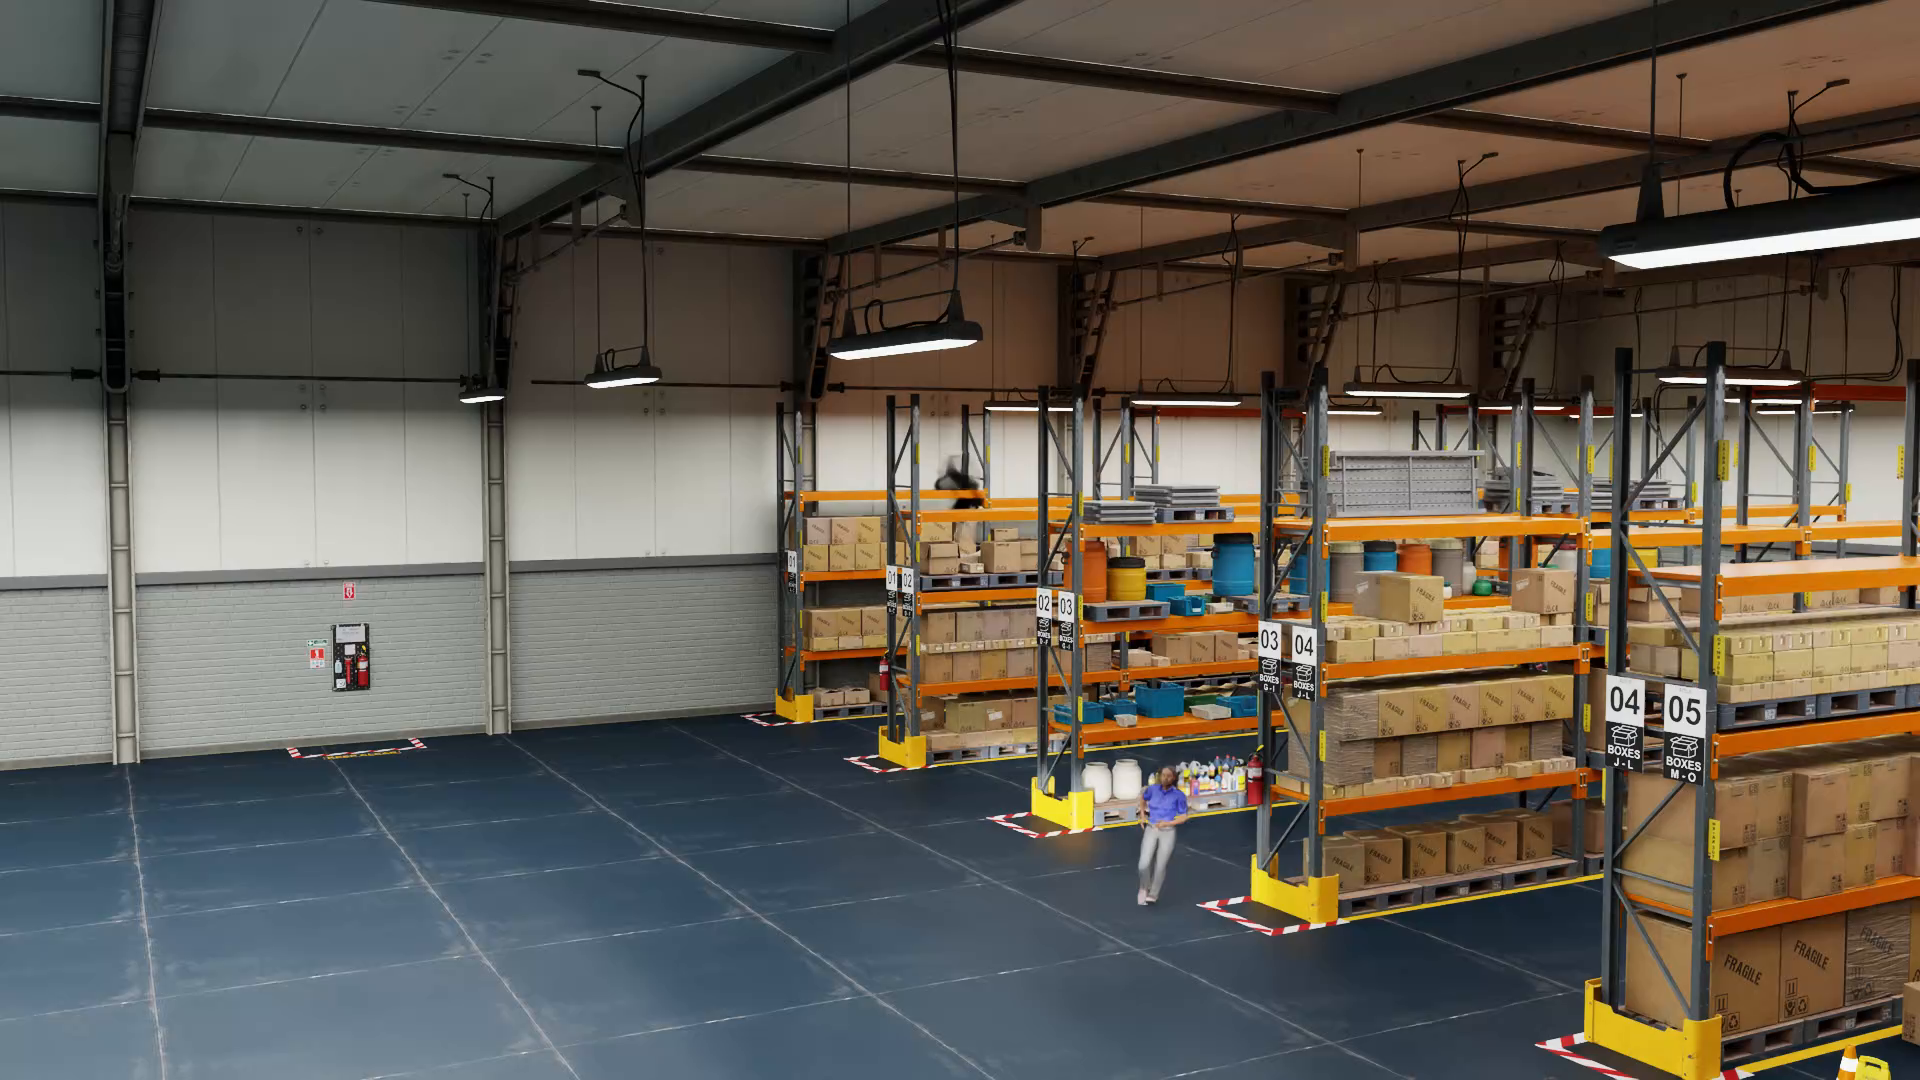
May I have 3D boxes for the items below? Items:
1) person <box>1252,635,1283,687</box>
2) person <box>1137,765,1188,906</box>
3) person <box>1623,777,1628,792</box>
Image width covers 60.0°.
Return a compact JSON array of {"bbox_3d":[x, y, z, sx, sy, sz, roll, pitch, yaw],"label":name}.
[{"bbox_3d":[6.134,2.369,33.083,0.777,1.712,0.629,-2,4,-32],"label":"person"},{"bbox_3d":[2.258,3.316,18.573,0.579,1.605,0.609,1,3,17],"label":"person"},{"bbox_3d":[9.576,2.898,23.821,0.751,1.574,0.559,-2,4,-33],"label":"person"}]
